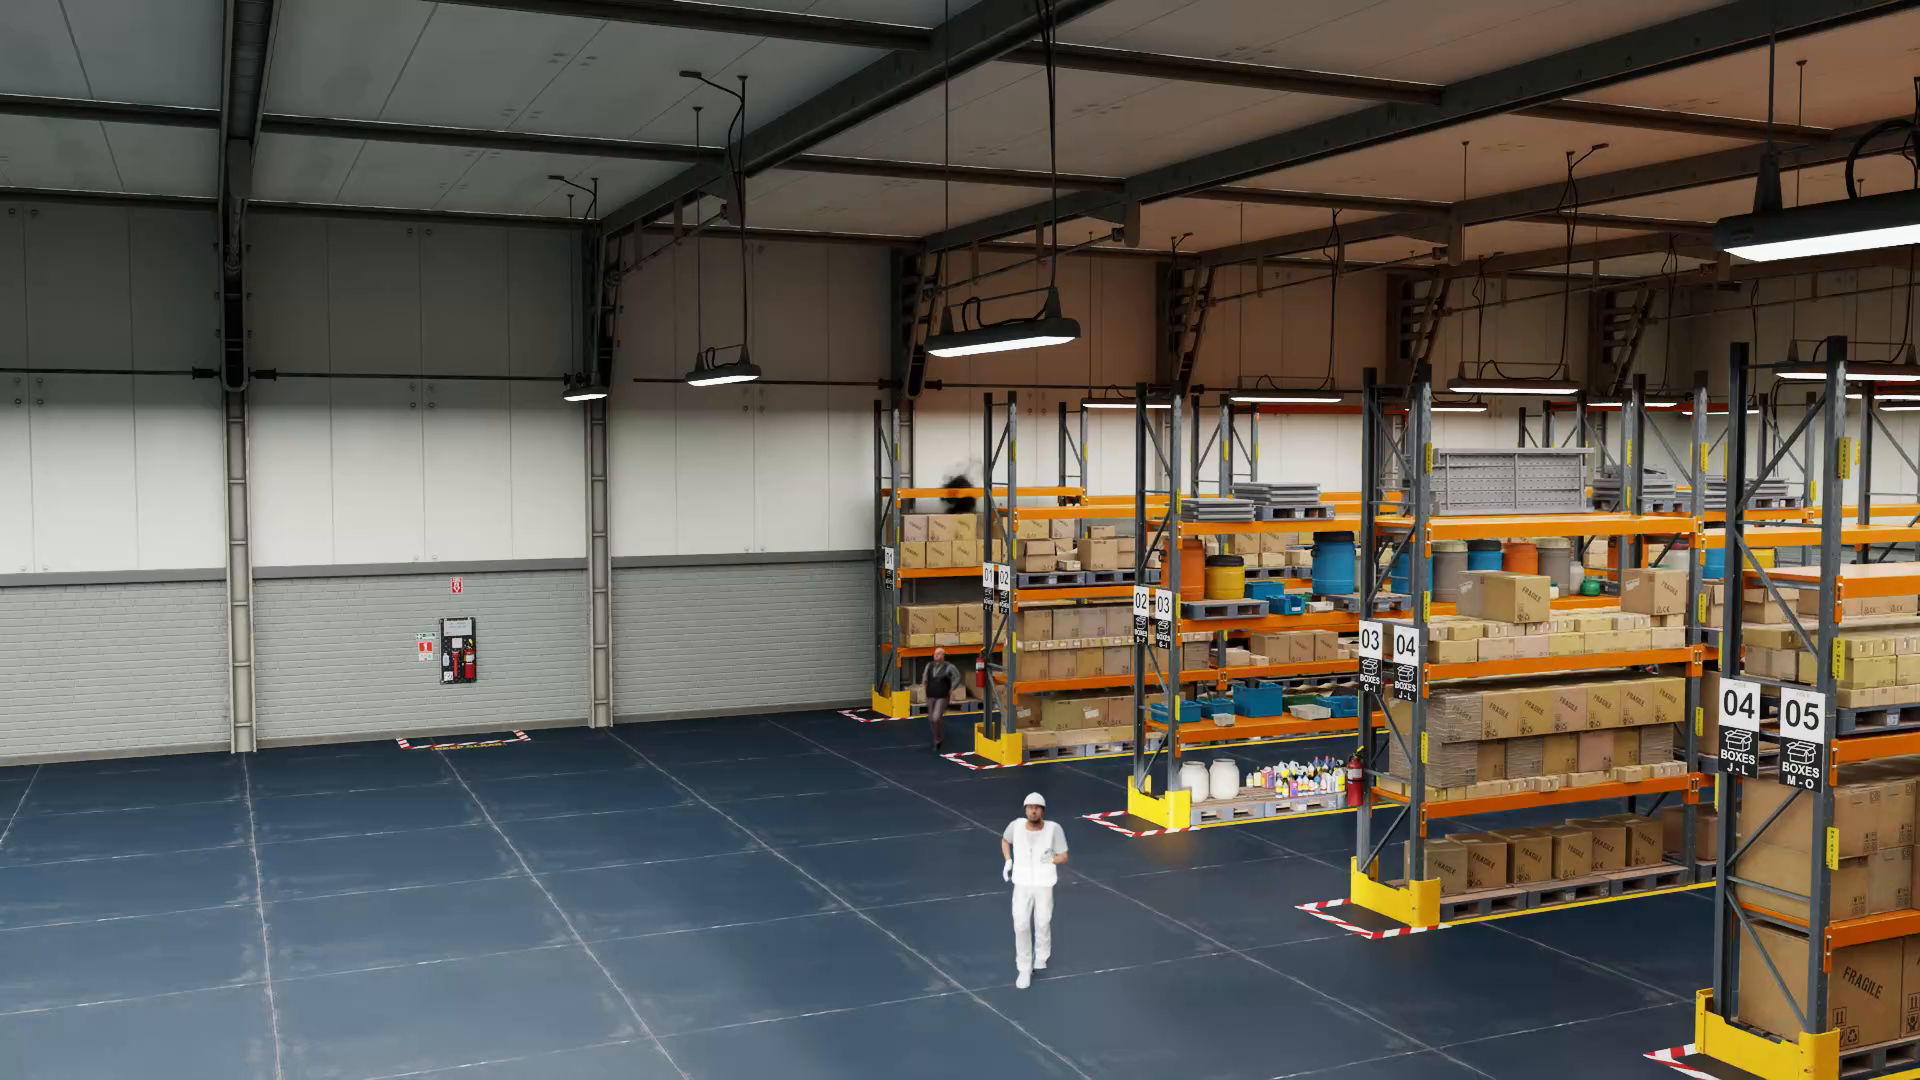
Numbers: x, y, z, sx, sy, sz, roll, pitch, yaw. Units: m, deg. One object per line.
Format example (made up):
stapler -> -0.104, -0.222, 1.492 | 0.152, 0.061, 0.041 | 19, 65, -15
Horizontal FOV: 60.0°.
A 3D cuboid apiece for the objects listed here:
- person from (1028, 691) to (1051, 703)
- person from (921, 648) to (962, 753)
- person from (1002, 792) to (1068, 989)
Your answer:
person -> 1.466, 2.577, 29.406 | 0.794, 1.822, 0.680 | -2, 4, -30
person -> -0.367, 2.694, 27.902 | 0.657, 1.773, 0.677 | 2, 4, 32
person -> 0.711, 3.343, 15.970 | 0.658, 1.839, 0.731 | 0, 3, 6
